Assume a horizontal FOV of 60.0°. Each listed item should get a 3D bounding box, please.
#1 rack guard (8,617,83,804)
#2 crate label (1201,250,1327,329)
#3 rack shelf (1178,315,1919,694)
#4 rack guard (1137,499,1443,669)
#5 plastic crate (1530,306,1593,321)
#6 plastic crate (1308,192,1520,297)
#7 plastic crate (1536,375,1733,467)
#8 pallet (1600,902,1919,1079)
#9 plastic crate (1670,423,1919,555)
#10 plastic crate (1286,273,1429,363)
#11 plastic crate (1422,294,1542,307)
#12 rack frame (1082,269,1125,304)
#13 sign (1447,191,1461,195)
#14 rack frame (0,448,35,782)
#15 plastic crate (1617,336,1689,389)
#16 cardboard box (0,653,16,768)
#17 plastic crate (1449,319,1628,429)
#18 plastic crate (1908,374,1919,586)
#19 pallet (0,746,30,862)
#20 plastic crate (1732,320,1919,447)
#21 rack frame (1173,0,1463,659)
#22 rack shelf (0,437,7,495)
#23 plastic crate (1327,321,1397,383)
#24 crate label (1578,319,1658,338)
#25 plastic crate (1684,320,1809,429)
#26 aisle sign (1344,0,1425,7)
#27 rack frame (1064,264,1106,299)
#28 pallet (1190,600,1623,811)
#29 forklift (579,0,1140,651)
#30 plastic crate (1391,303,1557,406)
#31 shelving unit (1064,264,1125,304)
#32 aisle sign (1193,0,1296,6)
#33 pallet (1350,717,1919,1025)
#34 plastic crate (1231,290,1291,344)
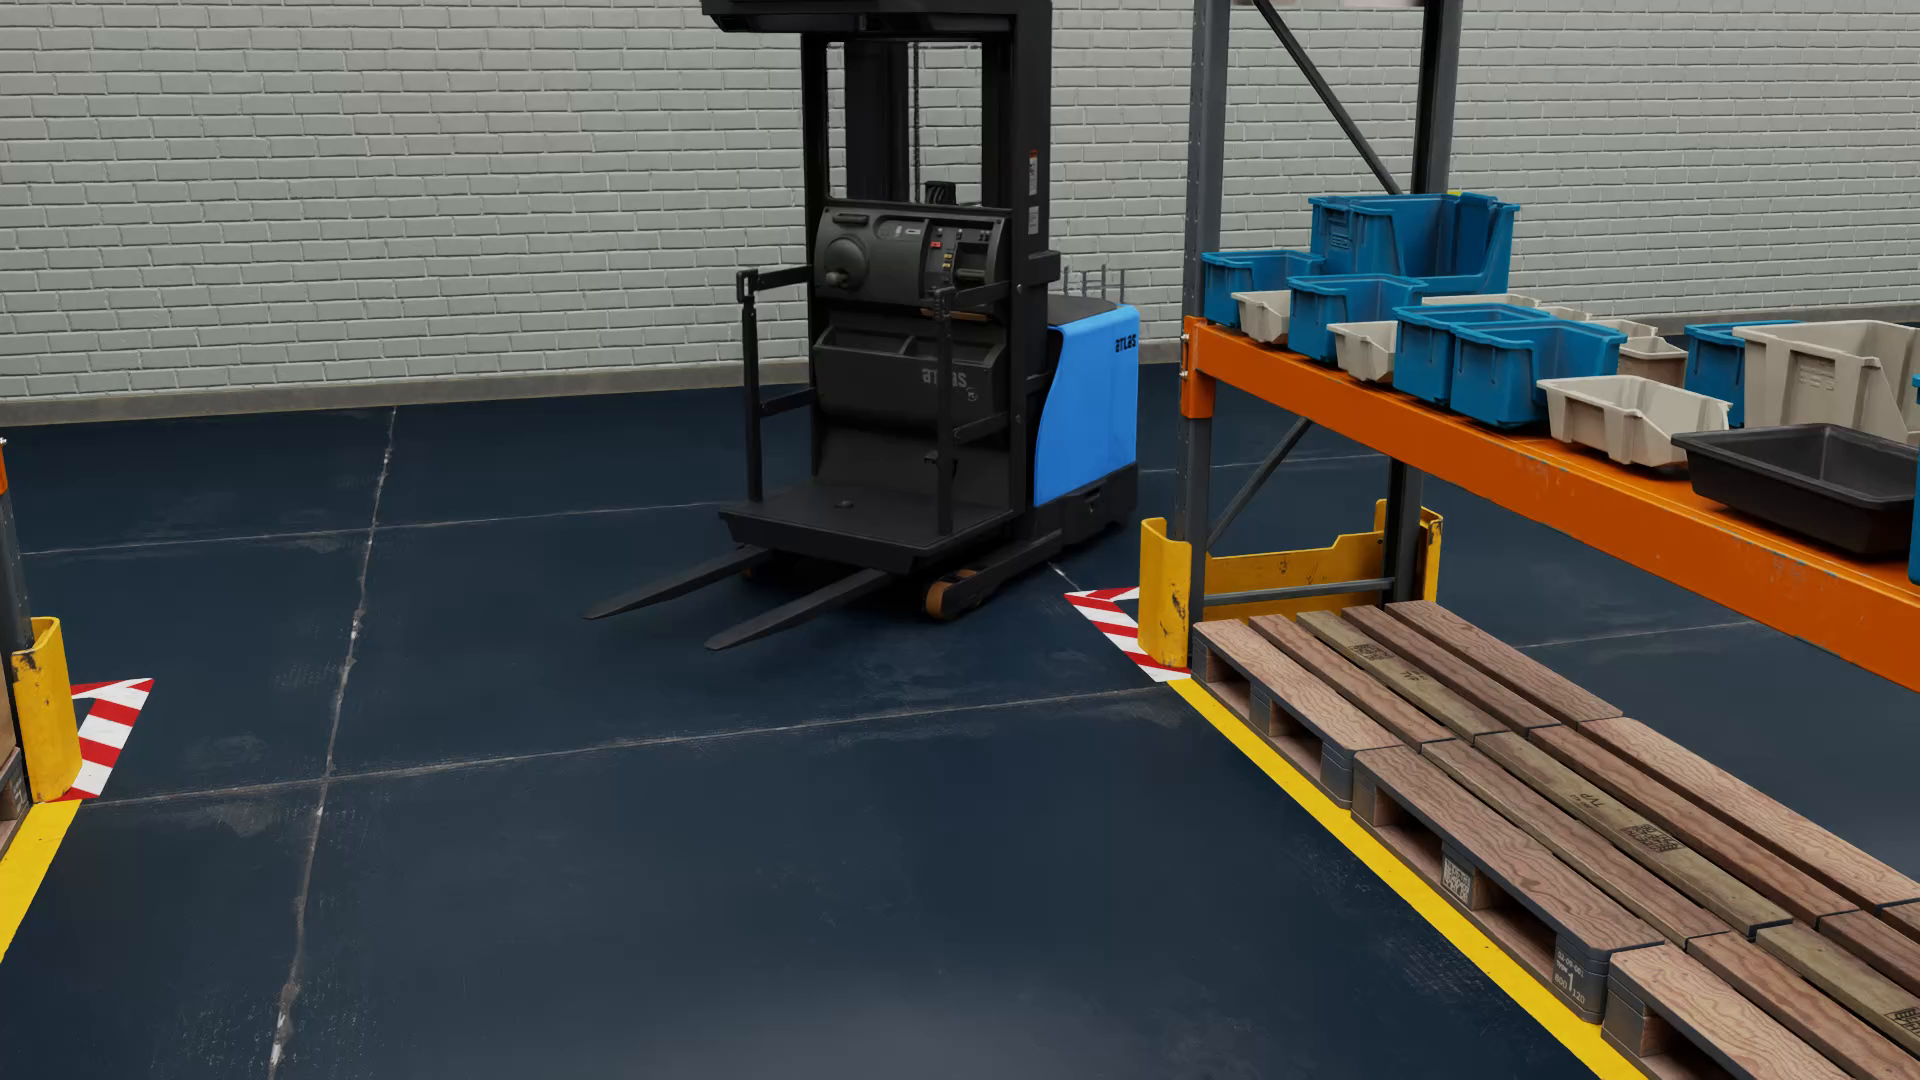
[{"bbox_3d":[-3.428,0.578,5.160,1.175,0.500,0.348,-5,17,-15],"label":"rack guard"},{"bbox_3d":[1.067,-0.885,5.872,0.416,0.233,0.303,-5,17,-15],"label":"crate label"},{"bbox_3d":[1.865,-0.133,4.433,1.077,0.370,4.000,-5,17,-15],"label":"rack shelf"},{"bbox_3d":[1.296,0.160,6.549,1.175,0.500,0.348,-5,17,-15],"label":"rack guard"},{"bbox_3d":[1.779,-0.641,5.226,0.396,0.136,0.243,-5,17,-15],"label":"plastic crate"},{"bbox_3d":[1.587,-0.999,5.898,0.616,0.435,0.499,-5,17,-15],"label":"plastic crate"},{"bbox_3d":[1.647,-0.285,4.041,0.293,0.136,0.466,-5,17,-15],"label":"plastic crate"},{"bbox_3d":[2.175,1.210,3.555,1.003,0.211,1.213,-5,17,-15],"label":"pallet"},{"bbox_3d":[1.849,-0.110,3.478,0.437,0.125,0.590,-5,17,-15],"label":"plastic crate"},{"bbox_3d":[1.247,-0.703,5.266,0.416,0.233,0.300,-5,17,-15],"label":"plastic crate"},{"bbox_3d":[1.713,-0.722,5.497,0.396,0.136,0.243,-5,17,-15],"label":"plastic crate"},{"bbox_3d":[0.710,-0.761,8.400,0.240,1.200,0.006,-8,18,-25],"label":"rack frame"},{"bbox_3d":[1.840,-1.157,6.307,0.100,0.325,0.005,-5,17,-15],"label":"sign"},{"bbox_3d":[-3.448,-0.641,4.871,1.000,3.000,0.127,-5,17,-15],"label":"rack frame"},{"bbox_3d":[1.978,-0.486,4.708,0.298,0.136,0.250,-5,17,-15],"label":"plastic crate"},{"bbox_3d":[-3.062,0.477,4.731,0.500,0.500,0.500,-5,17,-15],"label":"cardboard box"},{"bbox_3d":[1.511,-0.438,4.383,0.416,0.233,0.300,-5,17,-15],"label":"plastic crate"},{"bbox_3d":[1.958,-0.048,2.821,0.392,0.384,0.575,-5,17,-15],"label":"plastic crate"},{"bbox_3d":[-3.208,0.937,4.468,1.003,0.211,1.213,-5,17,-15],"label":"pallet"},{"bbox_3d":[2.172,-0.334,3.950,0.437,0.282,0.530,-5,17,-15],"label":"plastic crate"},{"bbox_3d":[1.315,-1.031,6.171,1.000,3.000,0.127,-5,17,-15],"label":"rack frame"},{"bbox_3d":[-2.899,0.257,3.132,1.077,0.370,4.000,-5,17,-15],"label":"rack shelf"},{"bbox_3d":[1.262,-0.556,4.944,0.250,0.136,0.298,-5,17,-15],"label":"plastic crate"},{"bbox_3d":[1.879,-0.566,4.976,0.396,0.136,0.243,-5,17,-15],"label":"crate label"},{"bbox_3d":[2.126,-0.432,4.363,0.416,0.233,0.300,-5,17,-15],"label":"plastic crate"},{"bbox_3d":[1.577,-2.319,5.940,0.394,0.787,0.004,-5,17,-15],"label":"aisle sign"},{"bbox_3d":[0.630,-0.809,8.557,0.240,1.200,0.006,-8,18,-25],"label":"rack frame"},{"bbox_3d":[1.505,0.536,5.802,1.003,0.211,1.213,-5,17,-15],"label":"pallet"},{"bbox_3d":[-0.336,-1.222,6.924,1.130,2.935,3.031,10,20,31],"label":"forklift"},{"bbox_3d":[1.428,-0.521,4.660,0.416,0.233,0.300,-5,17,-15],"label":"plastic crate"},{"bbox_3d":[0.670,-0.785,8.479,0.258,1.200,0.189,-8,18,-25],"label":"shelving unit"},{"bbox_3d":[1.010,-2.273,5.785,0.394,0.787,0.004,-5,17,-15],"label":"aisle sign"},{"bbox_3d":[1.836,0.872,4.681,1.003,0.211,1.213,-5,17,-15],"label":"pallet"},{"bbox_3d":[1.075,-0.744,5.569,0.250,0.136,0.298,-5,17,-15],"label":"plastic crate"}]
